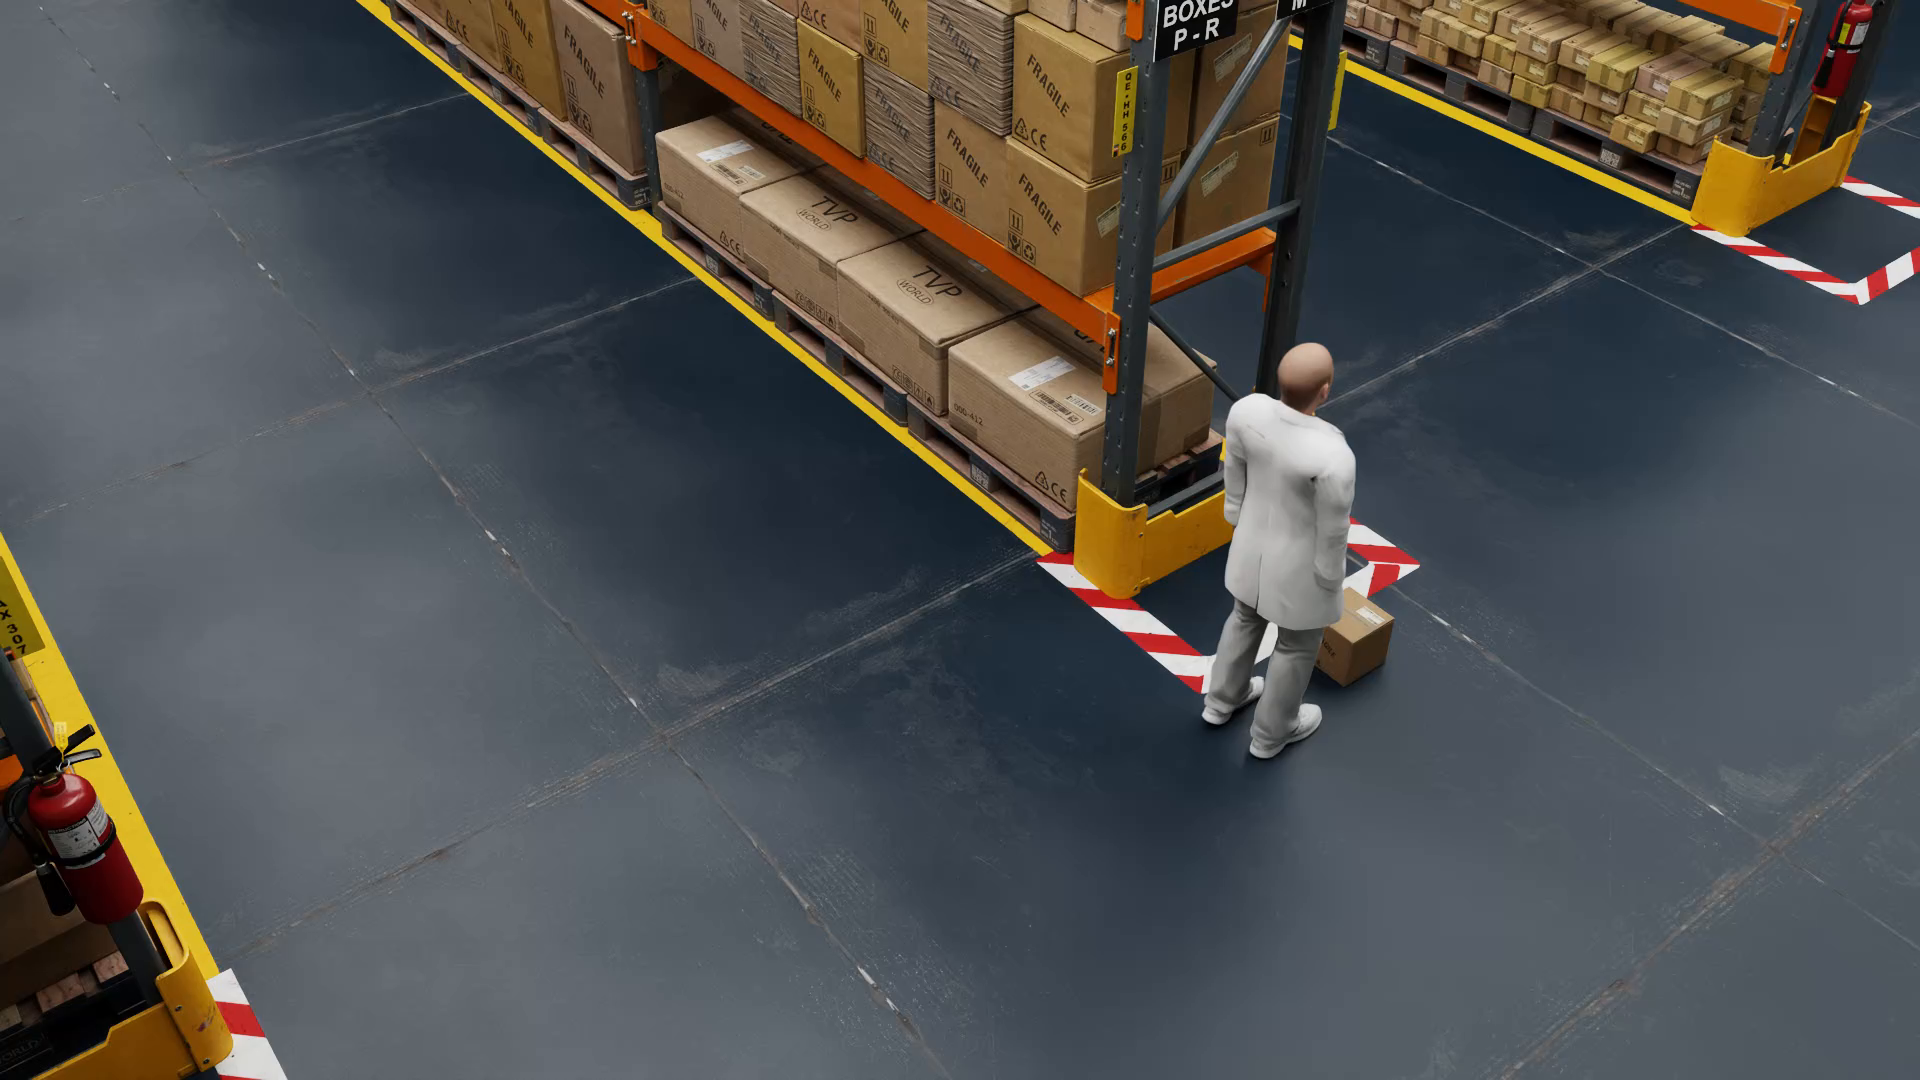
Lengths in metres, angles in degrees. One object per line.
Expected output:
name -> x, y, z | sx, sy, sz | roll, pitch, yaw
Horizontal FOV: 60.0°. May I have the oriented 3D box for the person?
person -> 1.192, 0.038, 6.144 | 0.394, 1.799, 0.562 | -28, 47, -29
